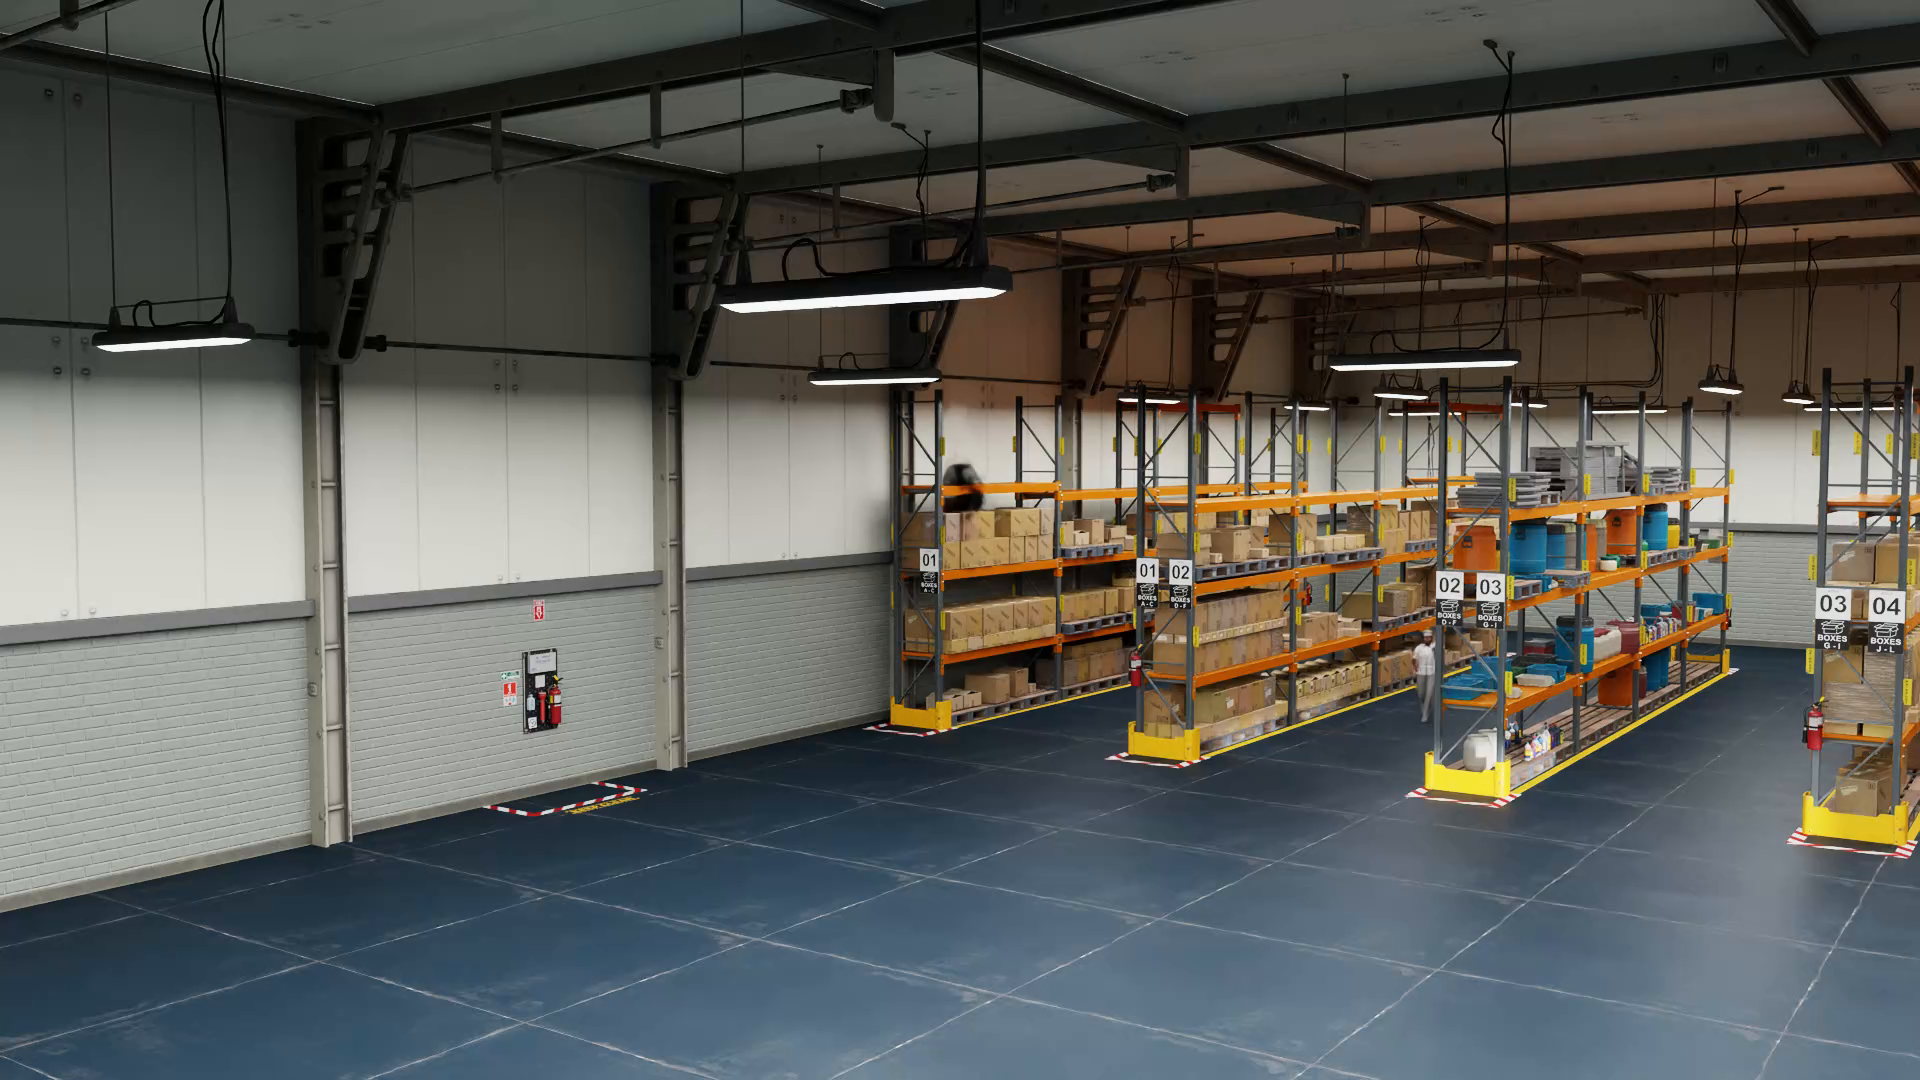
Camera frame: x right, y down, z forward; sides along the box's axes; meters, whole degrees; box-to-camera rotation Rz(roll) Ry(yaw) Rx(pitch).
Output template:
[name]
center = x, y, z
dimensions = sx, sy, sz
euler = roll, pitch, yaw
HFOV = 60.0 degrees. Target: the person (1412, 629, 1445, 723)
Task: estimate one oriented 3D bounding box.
[person]
center = 8.537, 2.457, 30.354
dimensions = 0.579, 1.670, 0.819
euler = 1, 3, 20
